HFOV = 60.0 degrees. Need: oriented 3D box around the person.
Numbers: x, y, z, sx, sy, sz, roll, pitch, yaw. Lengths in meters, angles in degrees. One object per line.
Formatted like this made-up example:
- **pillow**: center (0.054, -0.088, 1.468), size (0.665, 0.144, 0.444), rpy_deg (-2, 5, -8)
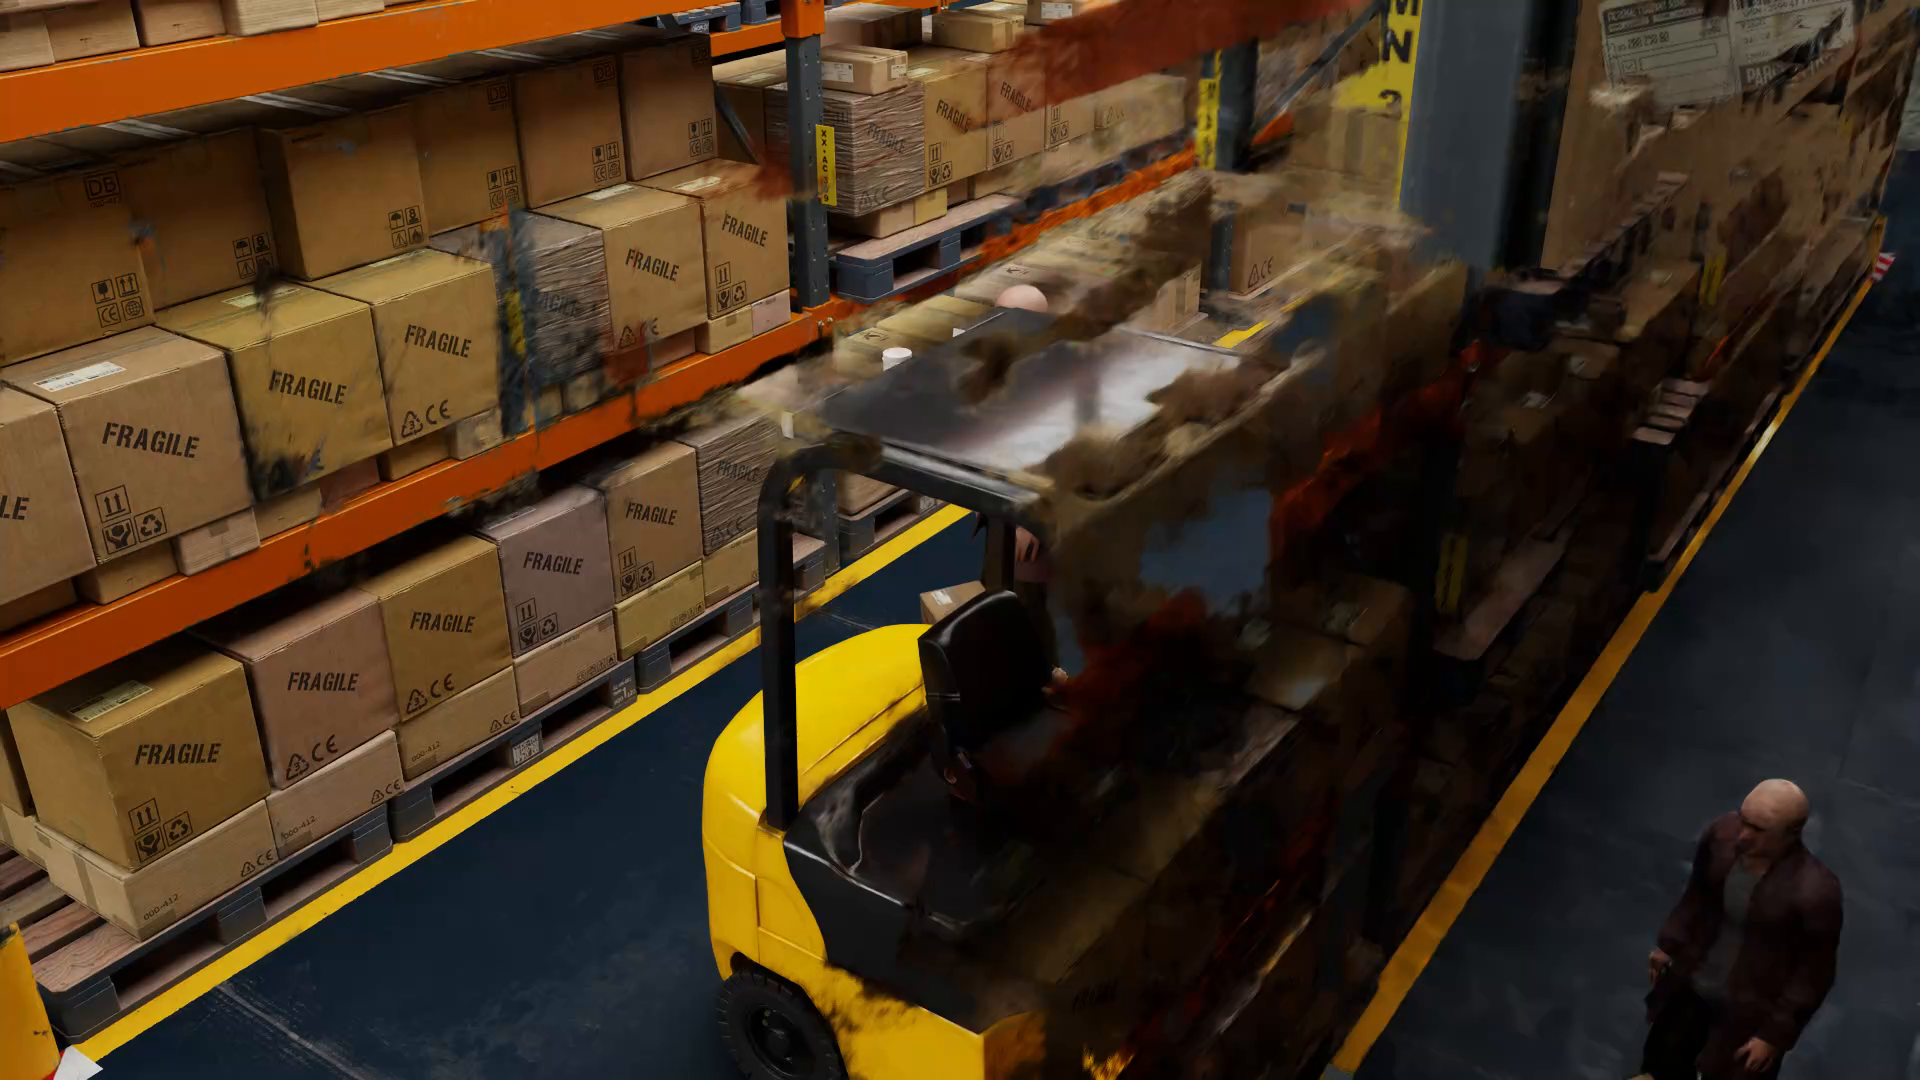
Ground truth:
- **person**: center (0.245, -0.121, 6.376), size (0.429, 1.772, 0.649), rpy_deg (-10, 28, -19)
